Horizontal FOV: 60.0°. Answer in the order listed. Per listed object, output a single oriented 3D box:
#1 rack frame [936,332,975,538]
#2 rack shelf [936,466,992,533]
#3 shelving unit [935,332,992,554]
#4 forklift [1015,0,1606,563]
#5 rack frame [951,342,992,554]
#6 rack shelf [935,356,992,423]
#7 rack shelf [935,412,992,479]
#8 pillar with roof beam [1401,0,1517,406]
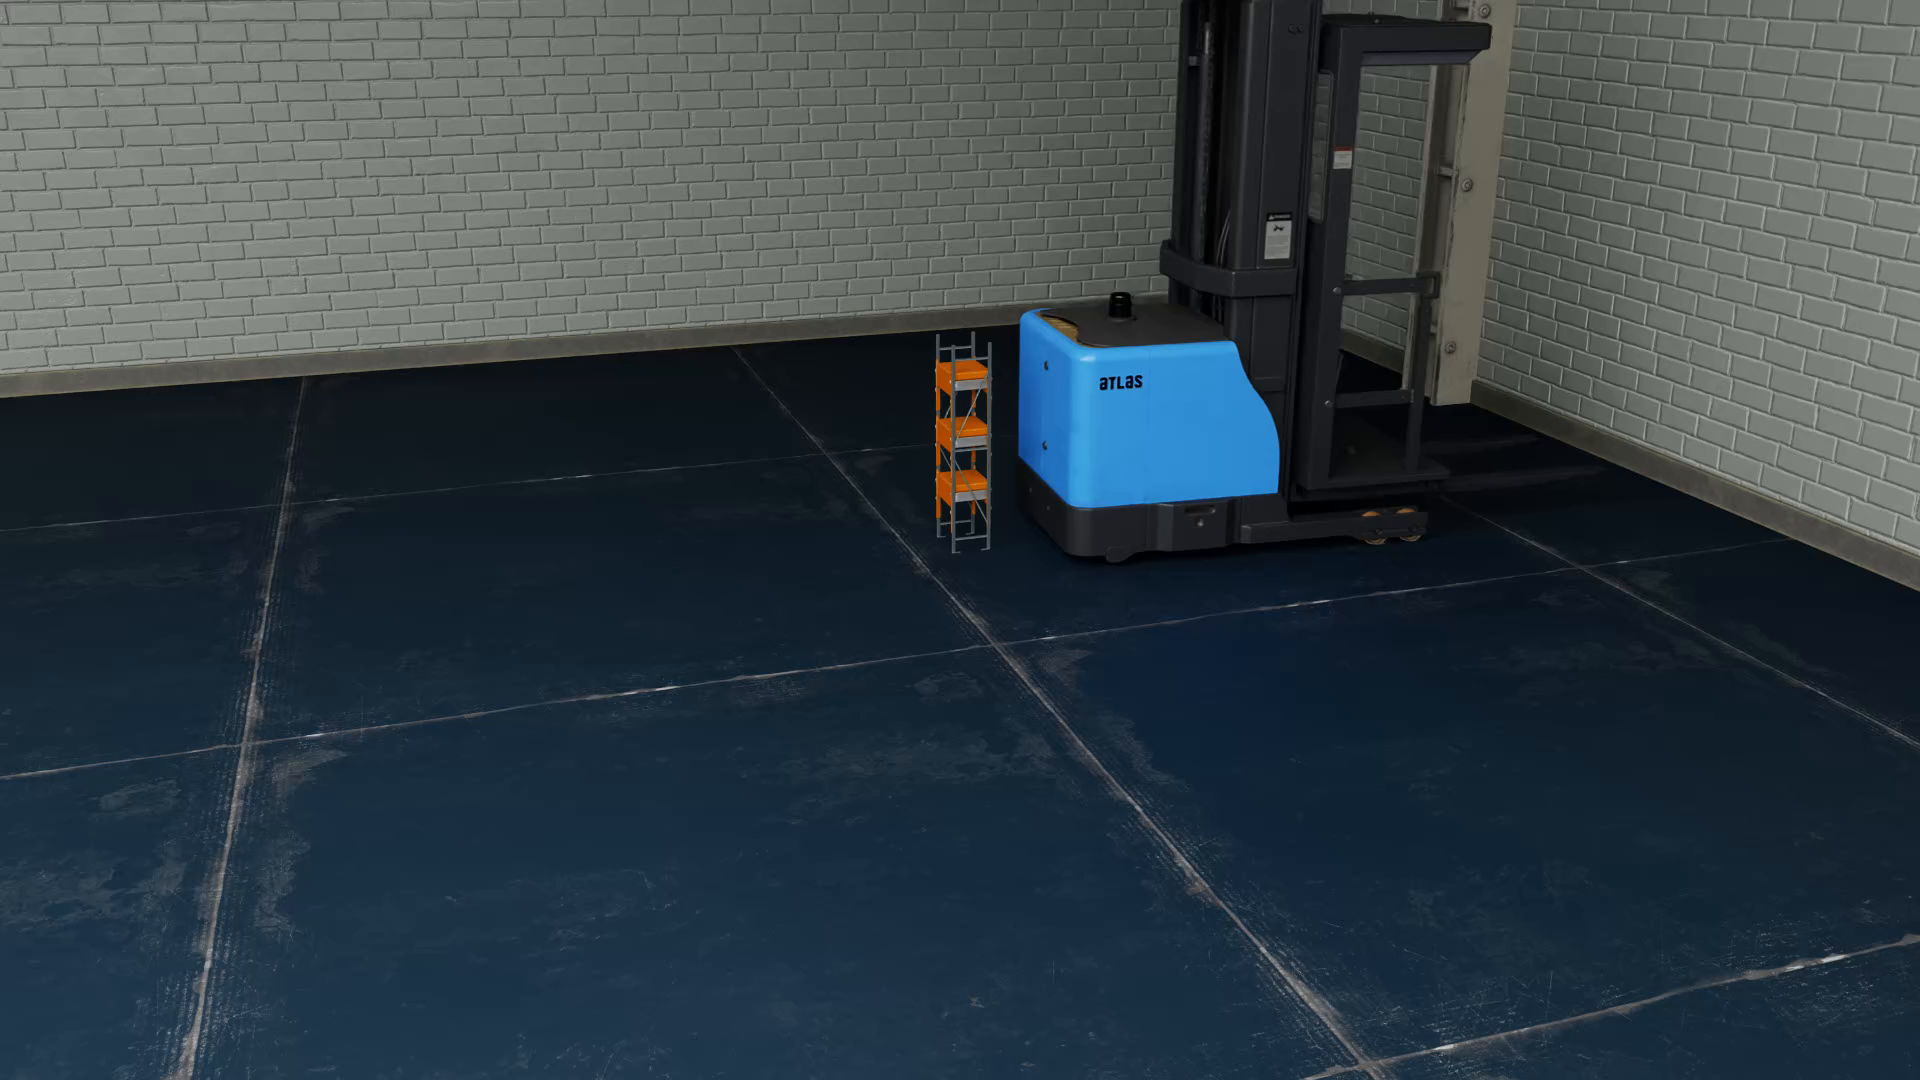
[{"bbox_3d":[-0.022,-0.516,8.300,0.200,1.050,0.008,-6,21,-17],"label":"rack frame"},{"bbox_3d":[0.017,-0.205,8.289,0.215,0.259,0.240,-6,21,-17],"label":"rack shelf"},{"bbox_3d":[0.017,-0.477,8.191,0.215,1.050,0.252,-6,21,-17],"label":"shelving unit"},{"bbox_3d":[1.867,-1.522,8.317,3.031,2.935,1.130,-5,20,-14],"label":"forklift"},{"bbox_3d":[0.055,-0.438,8.082,0.200,1.050,0.008,-6,21,-17],"label":"rack frame"},{"bbox_3d":[0.017,-0.734,8.099,0.215,0.259,0.240,-6,21,-17],"label":"rack shelf"},{"bbox_3d":[0.017,-0.467,8.195,0.215,0.259,0.240,-6,21,-17],"label":"rack shelf"},{"bbox_3d":[-0.910,-4.732,8.280,9.100,9.000,0.400,-6,21,-17],"label":"pillar with roof beam"}]
